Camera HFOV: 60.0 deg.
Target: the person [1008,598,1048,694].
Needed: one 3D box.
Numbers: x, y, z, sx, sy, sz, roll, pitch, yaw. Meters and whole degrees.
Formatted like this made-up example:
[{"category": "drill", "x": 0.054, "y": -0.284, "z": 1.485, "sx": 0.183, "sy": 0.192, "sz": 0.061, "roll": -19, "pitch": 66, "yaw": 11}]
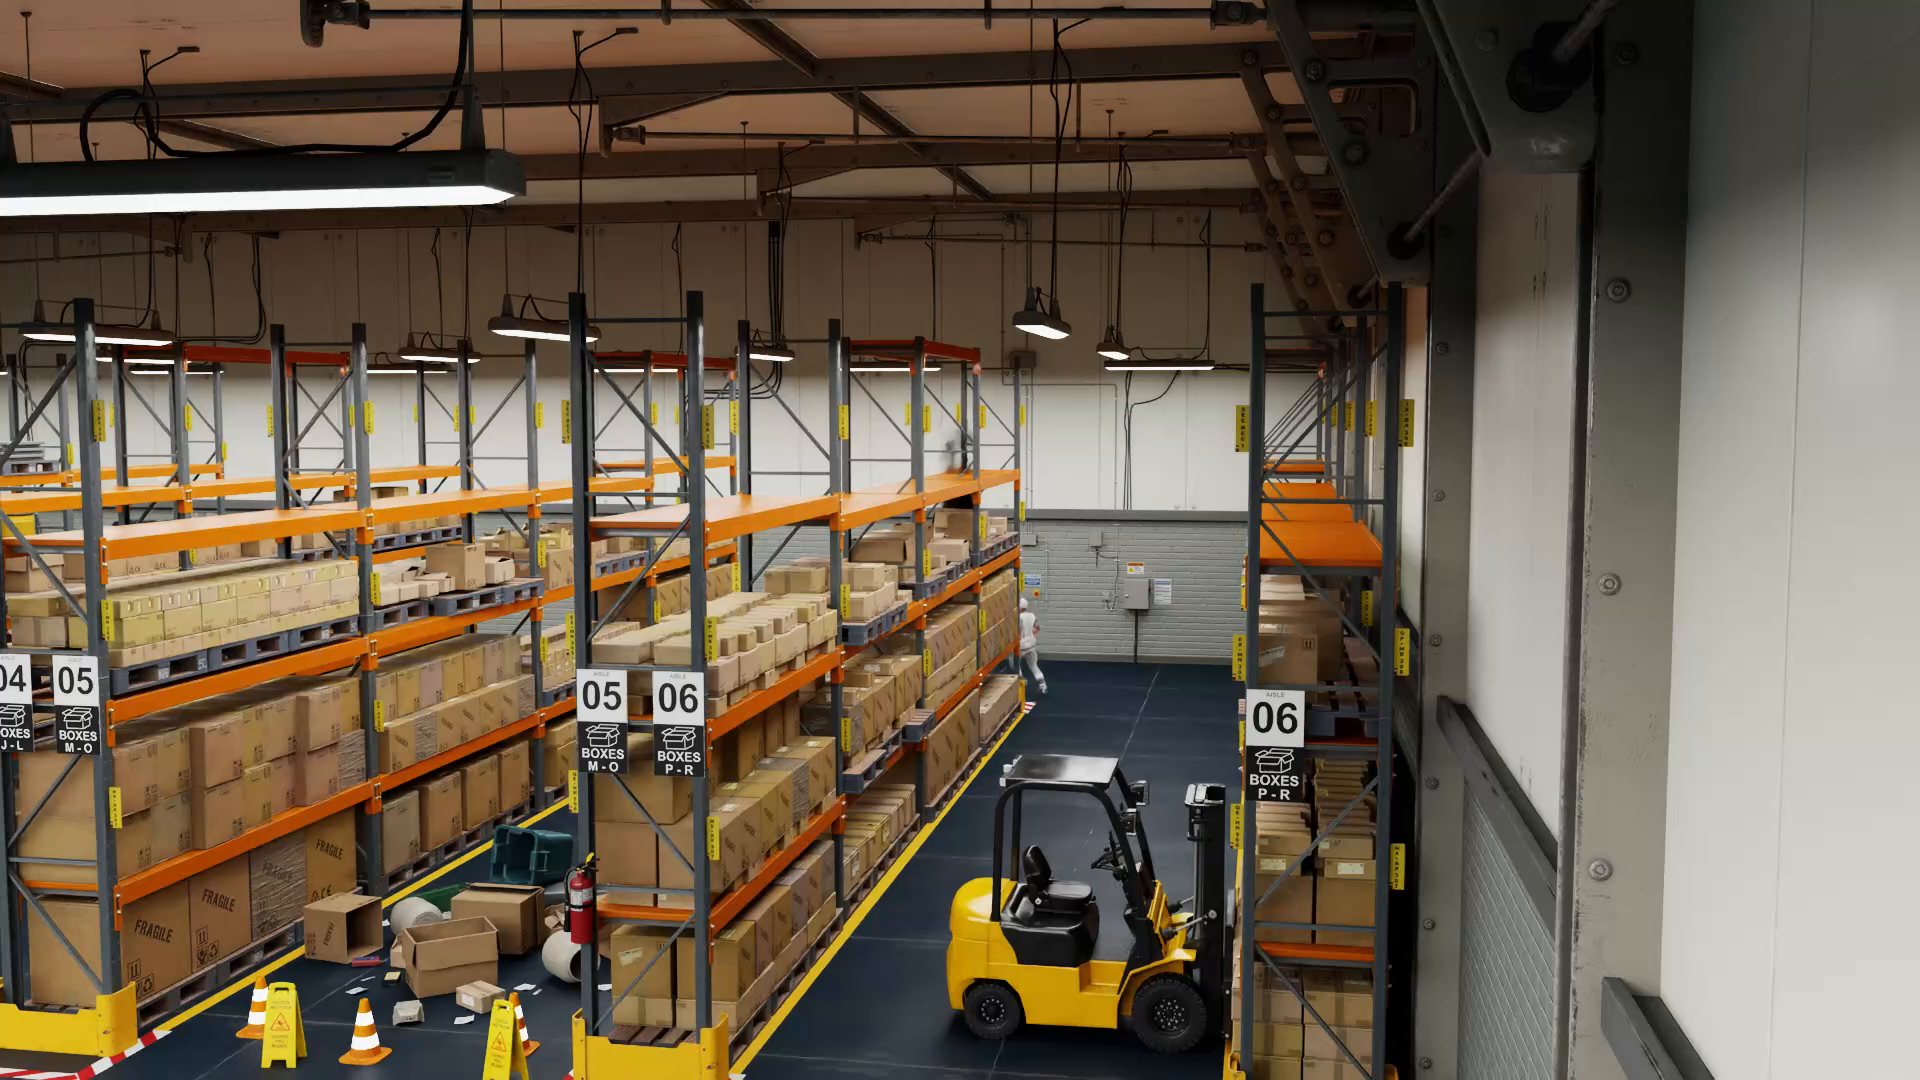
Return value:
[{"category": "person", "x": 1.132, "y": 1.918, "z": 29.548, "sx": 0.717, "sy": 1.792, "sz": 0.686, "roll": -4, "pitch": 6, "yaw": -40}]
